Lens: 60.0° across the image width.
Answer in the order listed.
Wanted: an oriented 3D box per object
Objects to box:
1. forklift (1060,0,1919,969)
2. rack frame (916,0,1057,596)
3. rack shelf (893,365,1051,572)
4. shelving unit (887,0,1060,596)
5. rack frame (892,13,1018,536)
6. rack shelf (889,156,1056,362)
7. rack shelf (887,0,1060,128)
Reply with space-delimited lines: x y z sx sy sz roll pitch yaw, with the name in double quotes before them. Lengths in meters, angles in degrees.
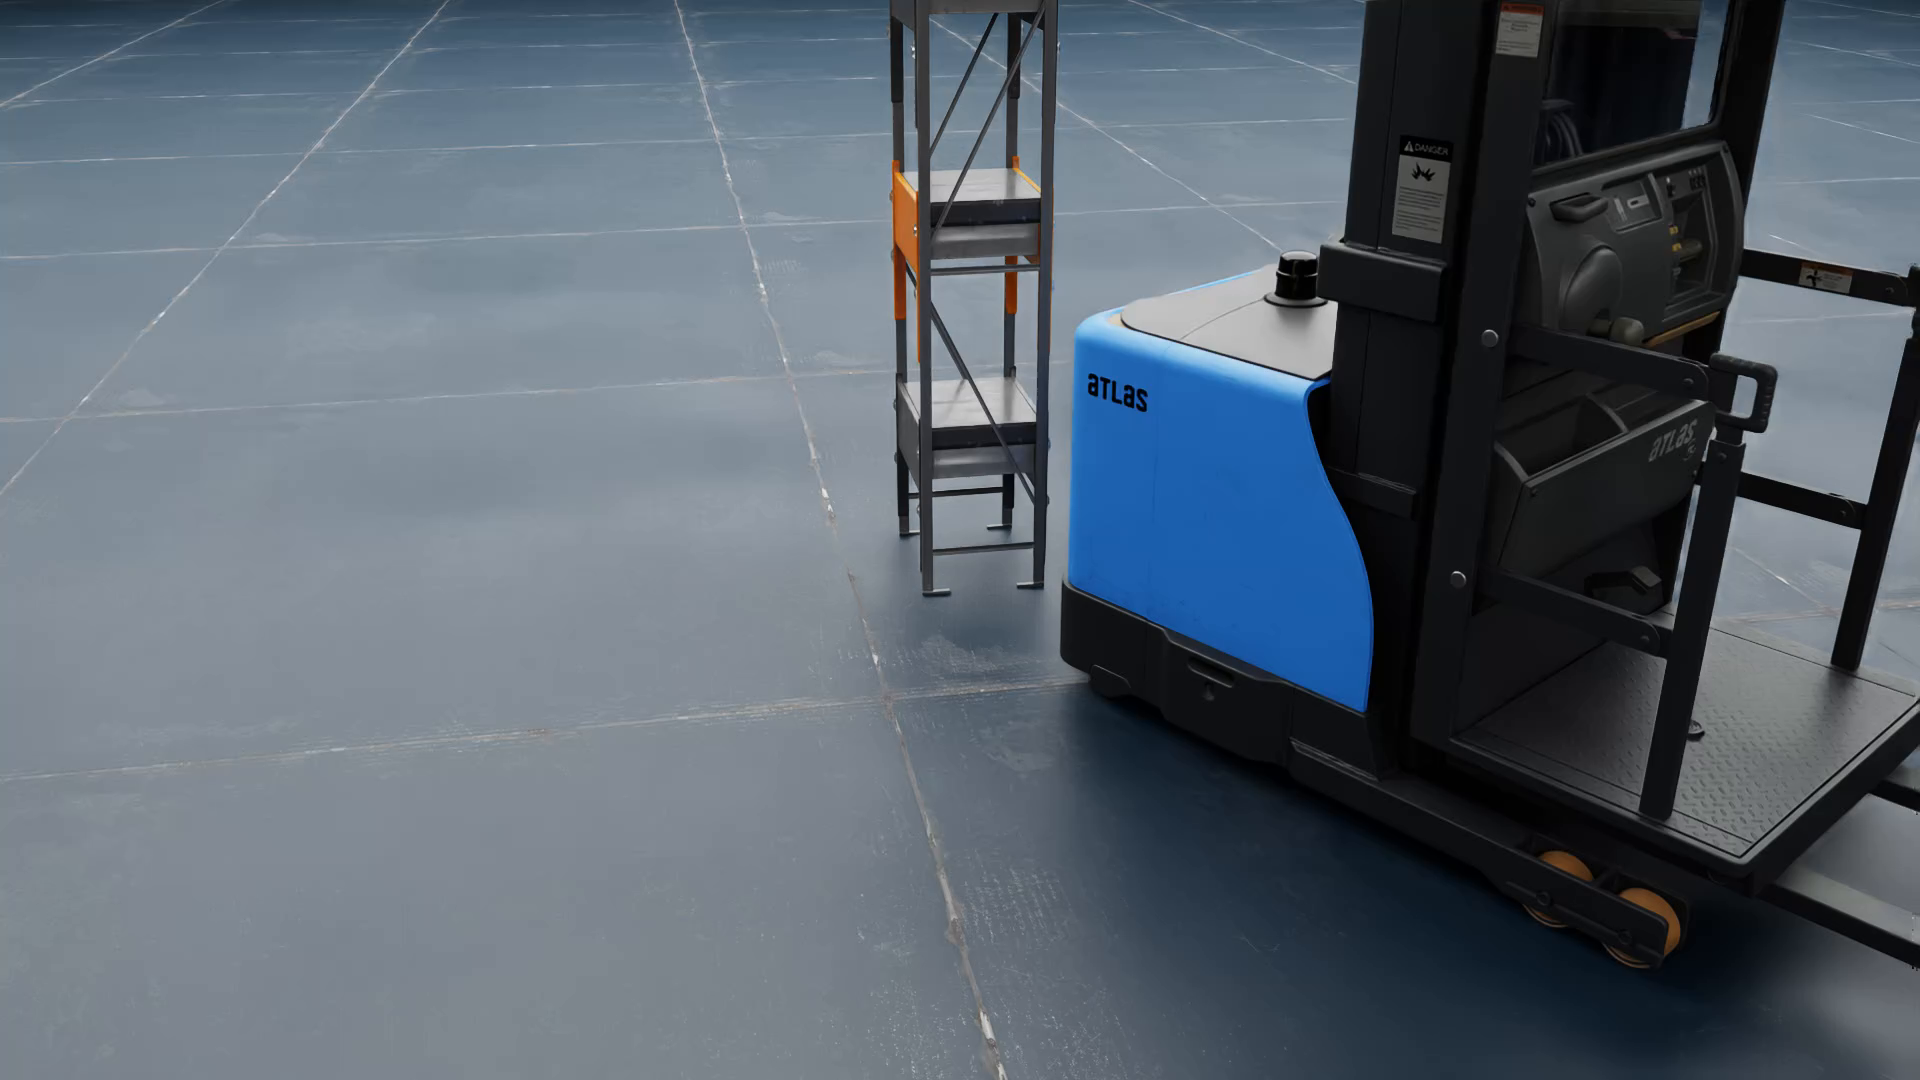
"forklift" 1.656 -0.645 3.564 1.130 2.935 3.031 -20 31 -38
"rack frame" 0.076 -0.801 4.961 0.400 2.100 0.015 -4 24 -10
"rack shelf" 0.031 -0.243 5.466 0.431 0.518 0.480 -4 24 -10
"shelving unit" 0.031 -0.897 5.181 0.431 2.100 0.503 -4 24 -10
"rack frame" -0.015 -0.993 5.400 0.400 2.100 0.015 -4 24 -10
"rack shelf" 0.031 -0.885 5.186 0.431 0.518 0.480 -4 24 -10
"rack shelf" 0.031 -1.526 4.906 0.431 0.518 0.480 -4 24 -10
